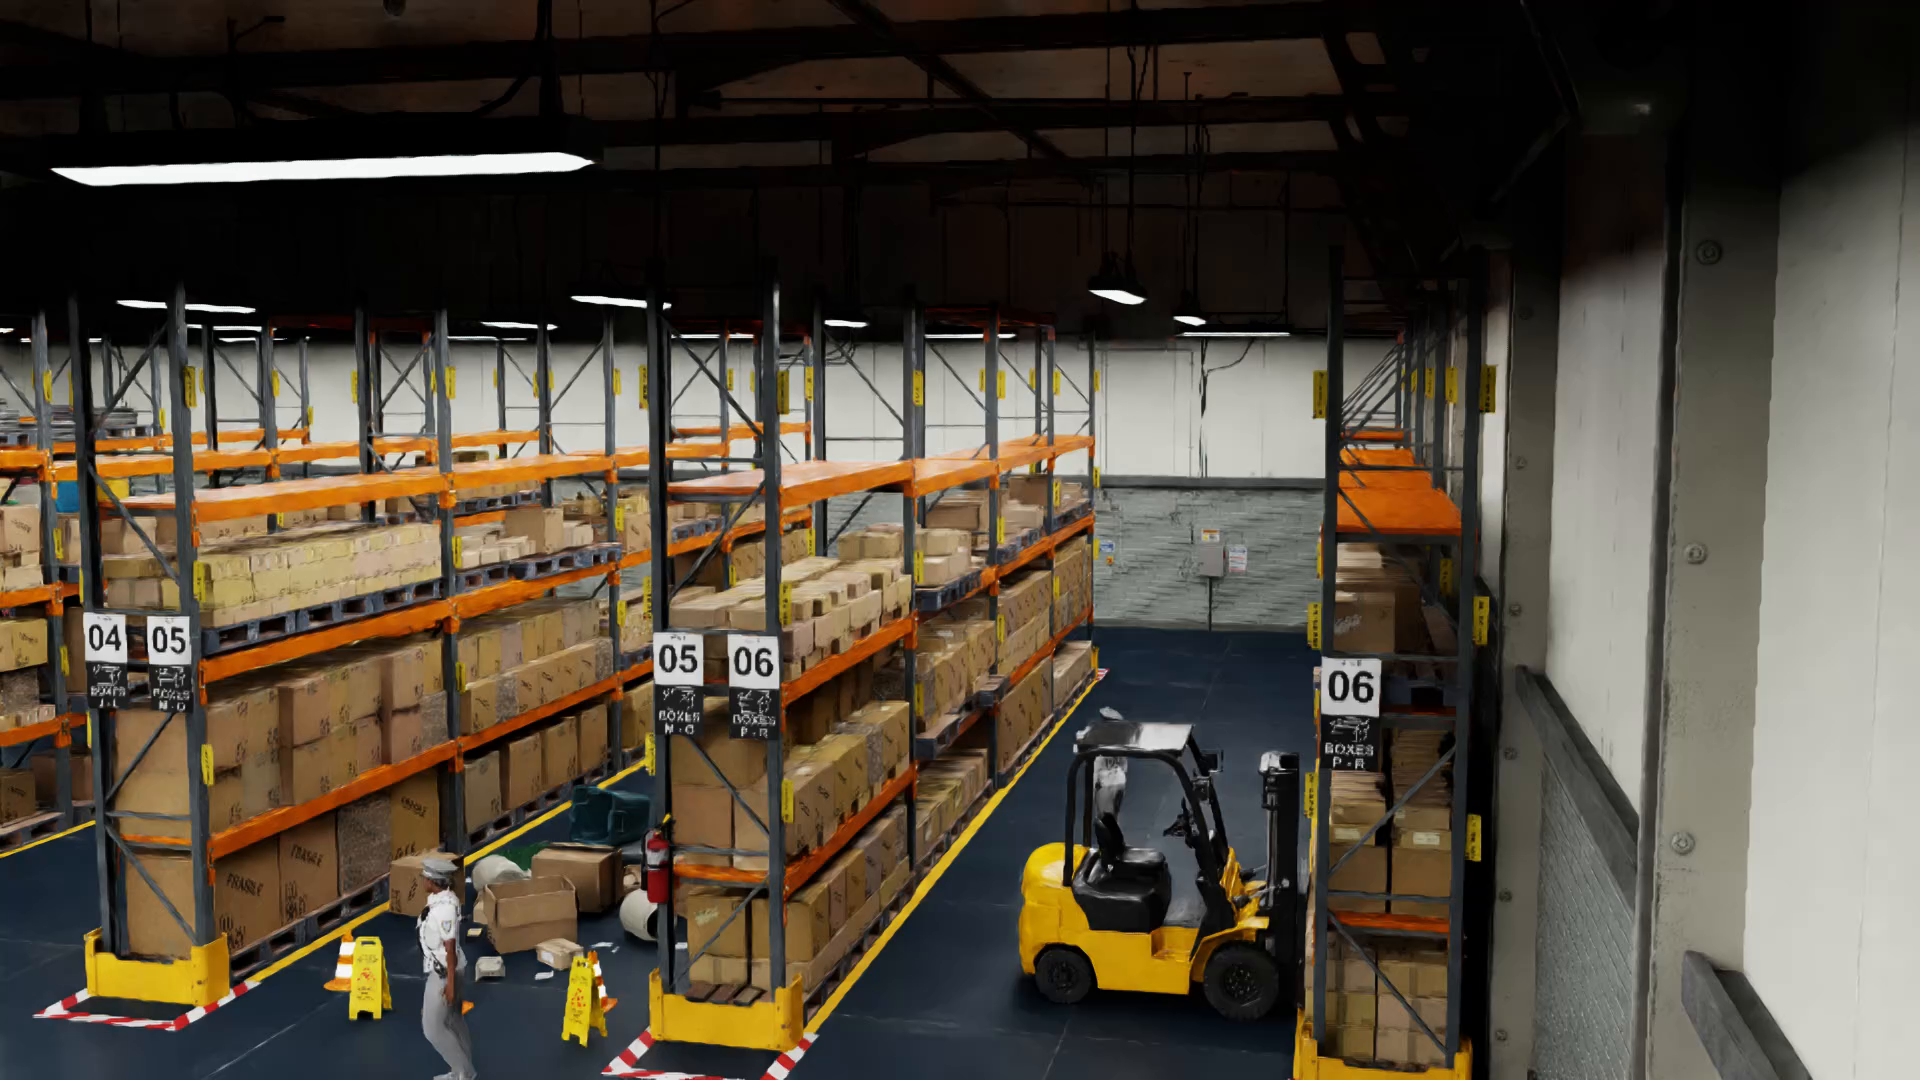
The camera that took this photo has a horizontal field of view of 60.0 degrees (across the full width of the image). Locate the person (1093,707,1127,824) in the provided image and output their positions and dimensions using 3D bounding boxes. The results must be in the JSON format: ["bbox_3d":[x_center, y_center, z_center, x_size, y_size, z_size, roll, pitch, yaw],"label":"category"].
[{"bbox_3d":[1.525,2.578,17.295,0.515,1.672,0.560,5,8,43],"label":"person"}]

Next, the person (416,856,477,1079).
[{"bbox_3d":[-3.697,3.121,11.950,0.380,1.670,0.568,-2,6,-18],"label":"person"}]
